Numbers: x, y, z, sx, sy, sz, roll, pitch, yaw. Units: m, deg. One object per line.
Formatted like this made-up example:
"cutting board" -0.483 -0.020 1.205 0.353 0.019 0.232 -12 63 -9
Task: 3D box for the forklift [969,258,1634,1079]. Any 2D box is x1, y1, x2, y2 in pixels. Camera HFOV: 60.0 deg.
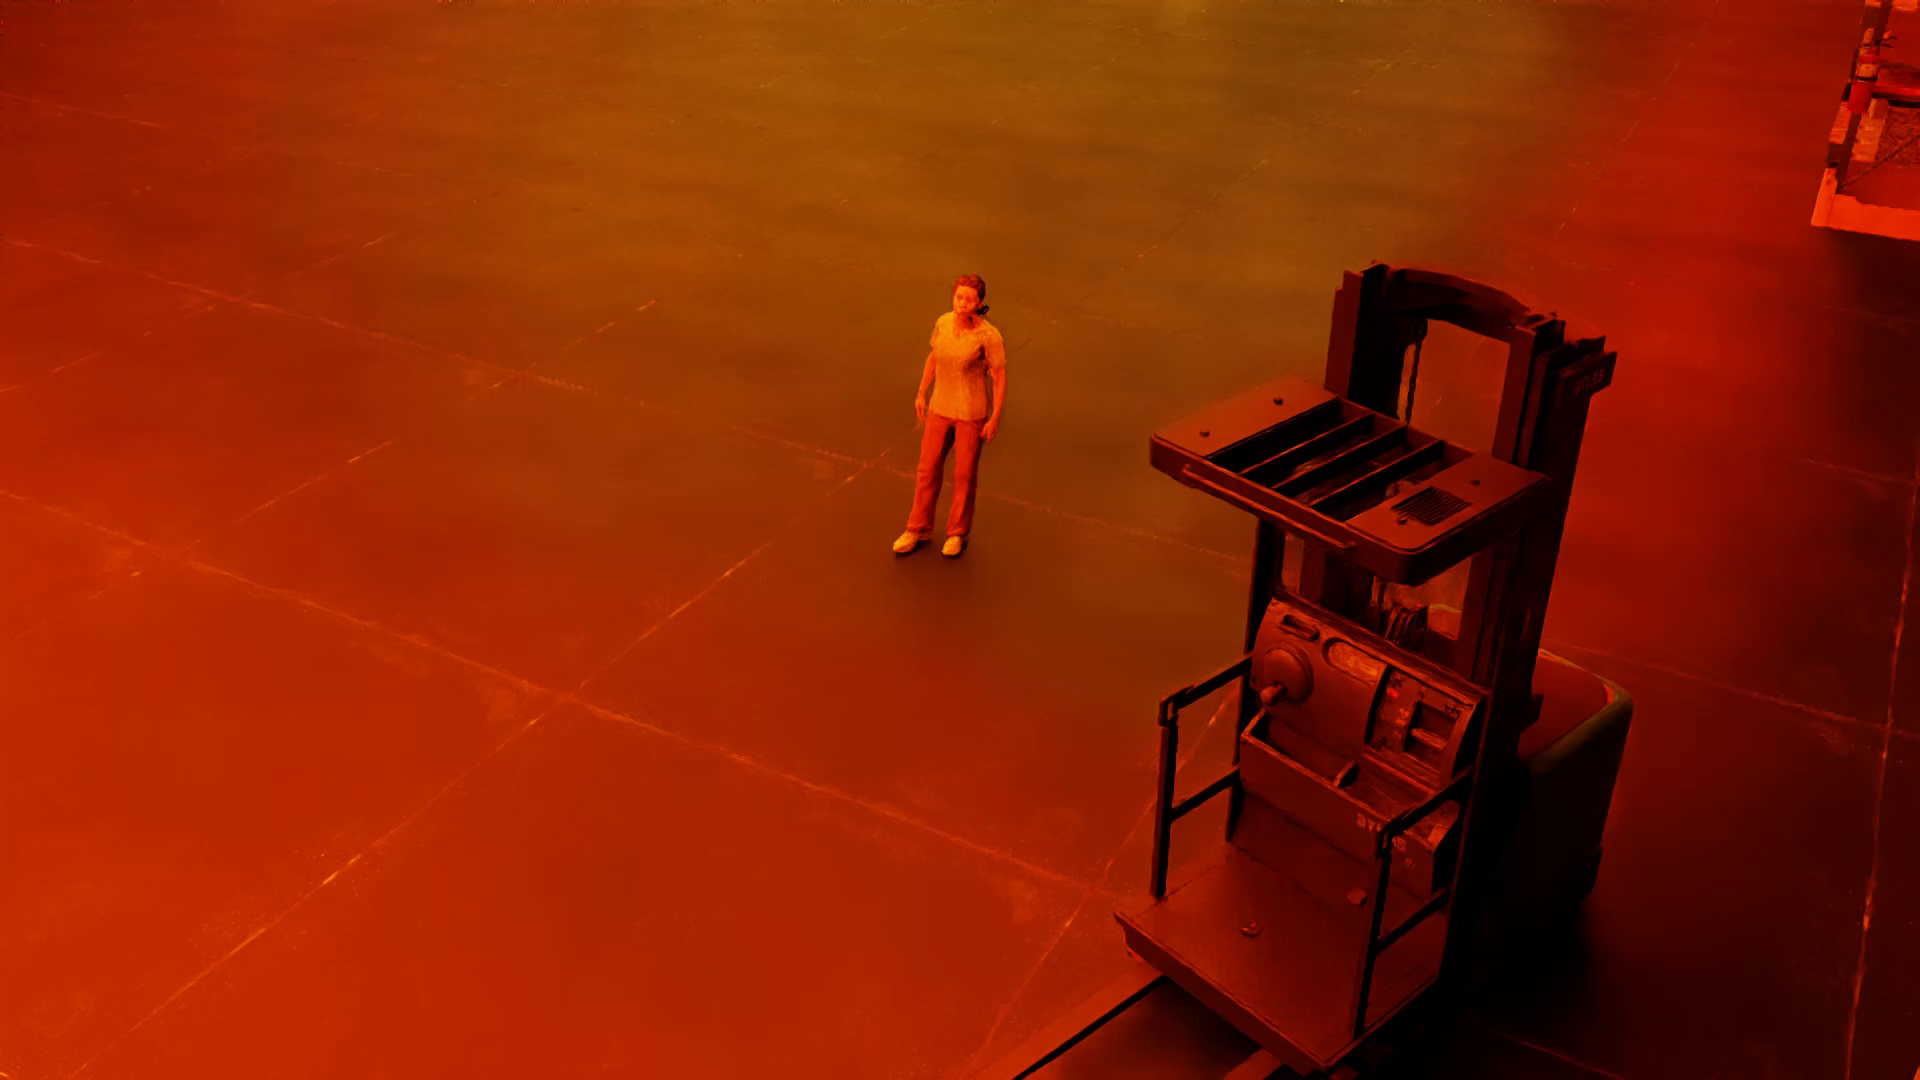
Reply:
"forklift" 1.329 0.583 6.060 3.031 2.935 1.130 -24 37 -35

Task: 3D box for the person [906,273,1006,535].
"person" -0.012 -0.751 9.549 0.536 1.609 0.411 15 33 25
